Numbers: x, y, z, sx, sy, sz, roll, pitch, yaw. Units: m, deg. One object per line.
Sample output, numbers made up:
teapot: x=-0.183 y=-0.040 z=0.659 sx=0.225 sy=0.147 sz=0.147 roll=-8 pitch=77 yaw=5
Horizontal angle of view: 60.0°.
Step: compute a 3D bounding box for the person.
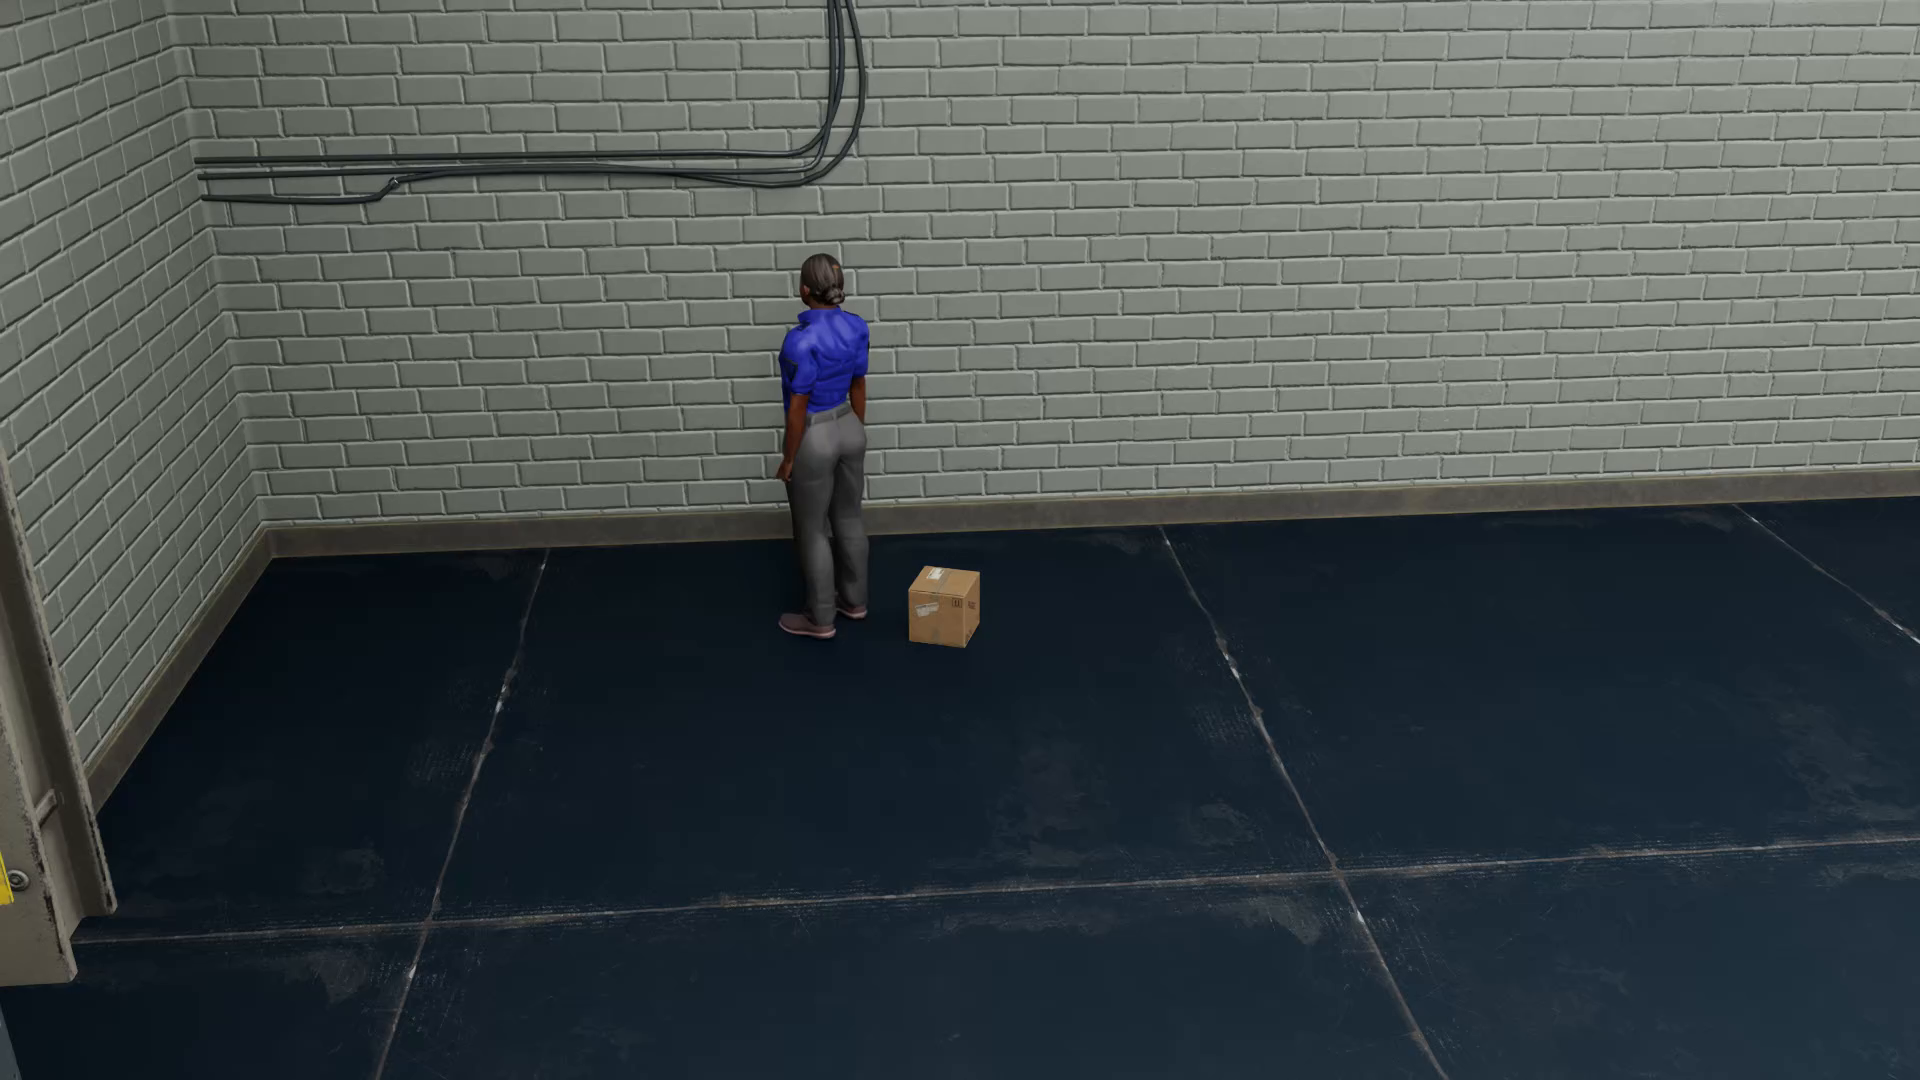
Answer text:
person: x=-0.590 y=-0.394 z=6.997 sx=0.356 sy=1.665 sz=0.443 roll=20 pitch=31 yaw=38
